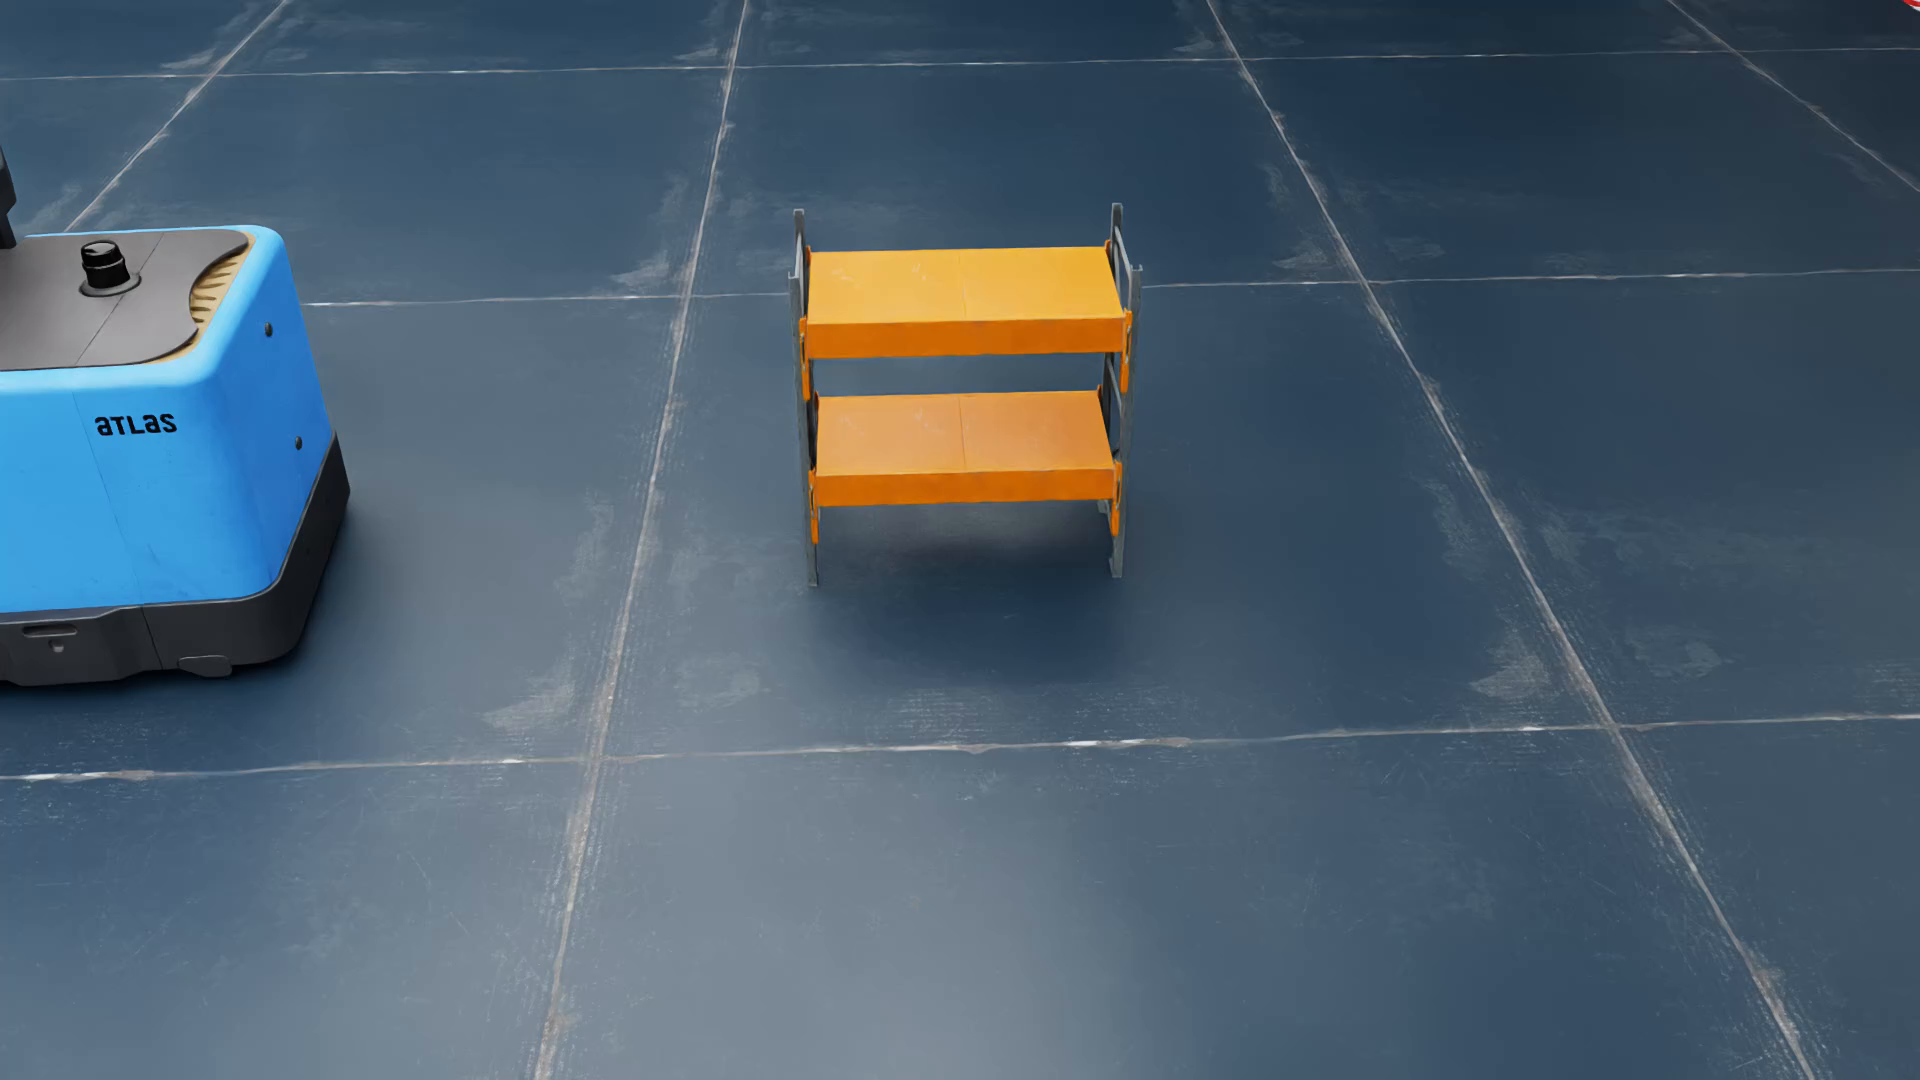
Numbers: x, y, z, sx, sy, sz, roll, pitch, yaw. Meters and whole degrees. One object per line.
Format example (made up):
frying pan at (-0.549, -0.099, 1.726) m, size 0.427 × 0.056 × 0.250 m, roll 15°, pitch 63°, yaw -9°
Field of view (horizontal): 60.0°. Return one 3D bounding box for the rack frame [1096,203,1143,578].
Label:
rack frame at (0.515, -0.476, 5.450) m, size 0.032 × 1.125 × 0.500 m, roll -2°, pitch 35°, yaw -2°

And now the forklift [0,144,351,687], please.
forklift at (-3.608, -0.977, 4.586) m, size 3.031 × 2.935 × 1.130 m, roll -4°, pitch 35°, yaw -5°

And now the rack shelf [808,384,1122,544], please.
rack shelf at (0.007, -0.262, 5.569) m, size 1.000 × 0.278 × 0.538 m, roll -2°, pitch 35°, yaw -2°

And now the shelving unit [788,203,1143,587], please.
shelving unit at (0.007, -0.463, 5.430) m, size 1.048 × 1.125 × 0.538 m, roll -2°, pitch 35°, yaw -2°

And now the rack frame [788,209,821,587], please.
rack frame at (-0.501, -0.449, 5.410) m, size 0.032 × 1.125 × 0.500 m, roll -2°, pitch 35°, yaw -2°

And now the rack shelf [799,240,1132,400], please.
rack shelf at (0.007, -0.703, 5.264) m, size 1.000 × 0.278 × 0.538 m, roll -2°, pitch 35°, yaw -2°
